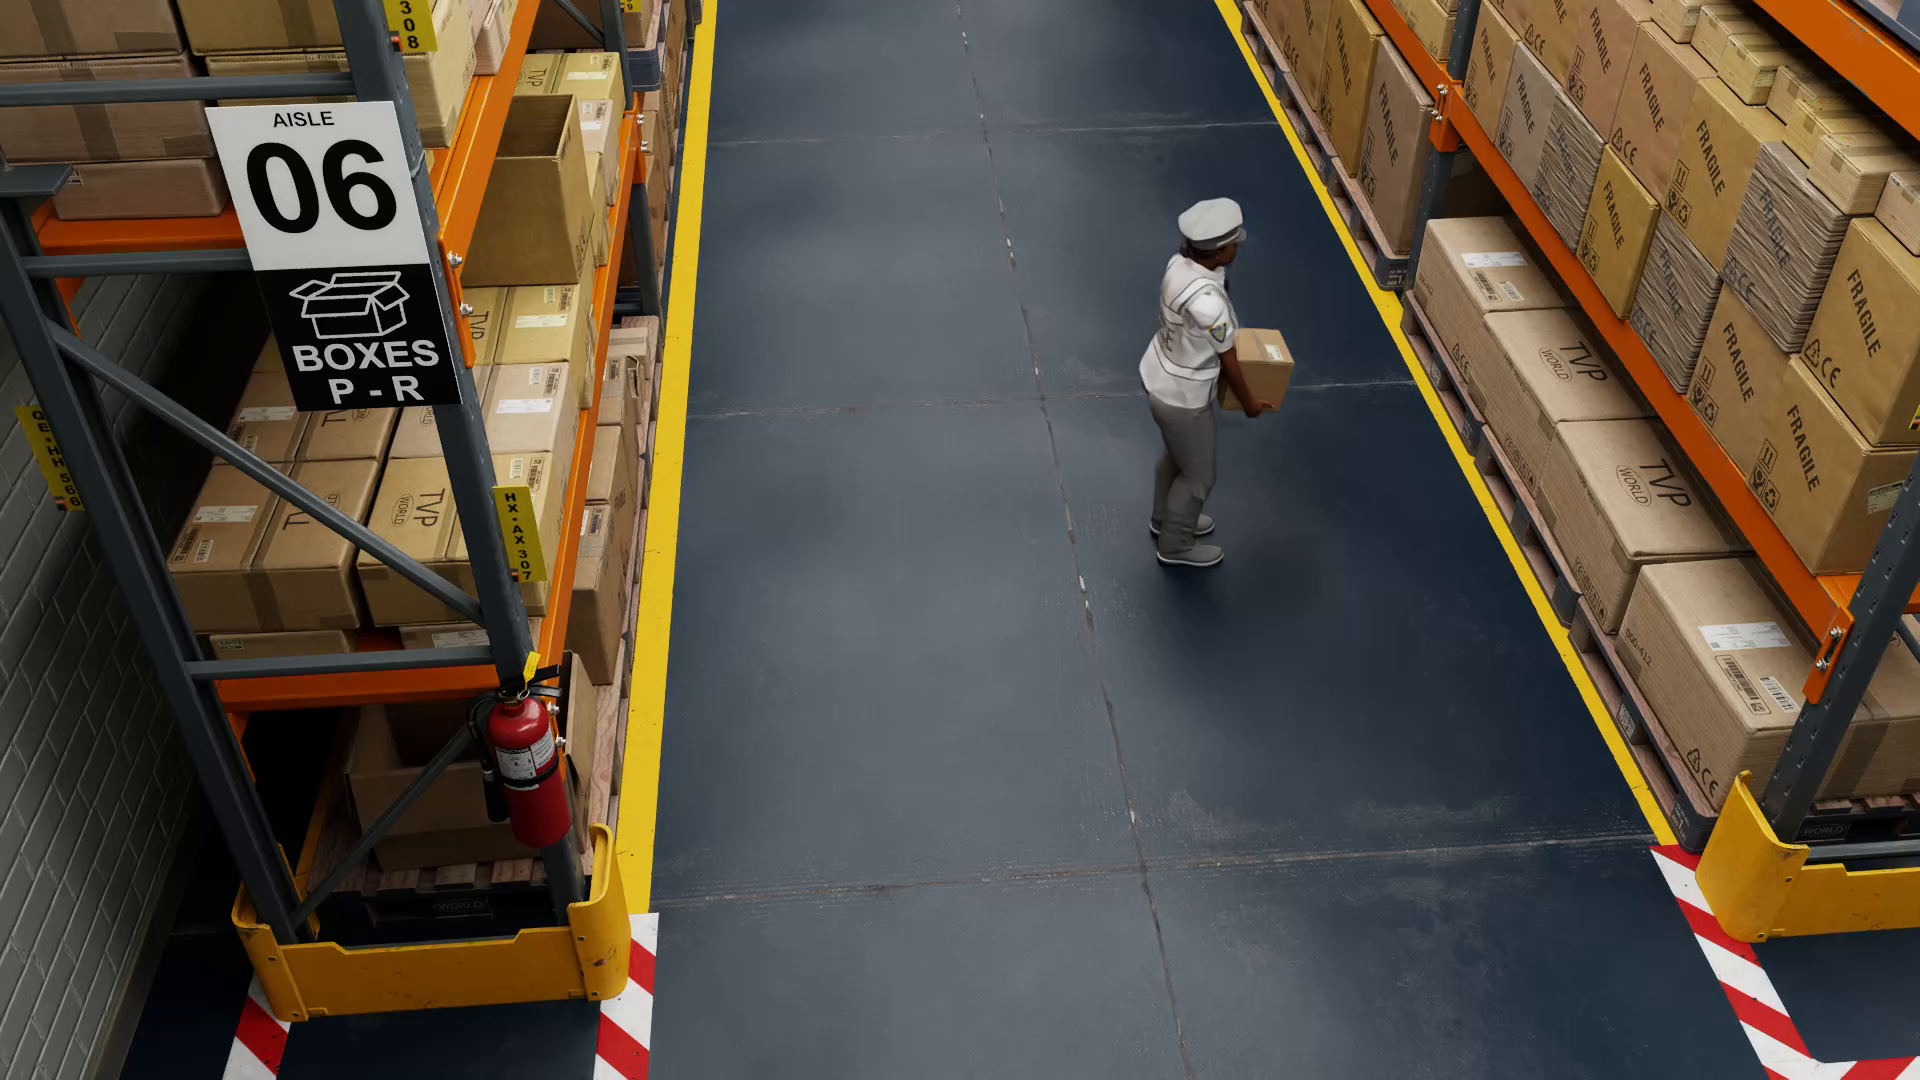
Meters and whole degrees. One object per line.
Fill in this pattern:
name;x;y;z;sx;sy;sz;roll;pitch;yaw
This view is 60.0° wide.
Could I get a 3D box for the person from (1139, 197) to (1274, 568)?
person;1.013;-0.632;6.925;0.533;1.674;0.416;-4;40;-5
